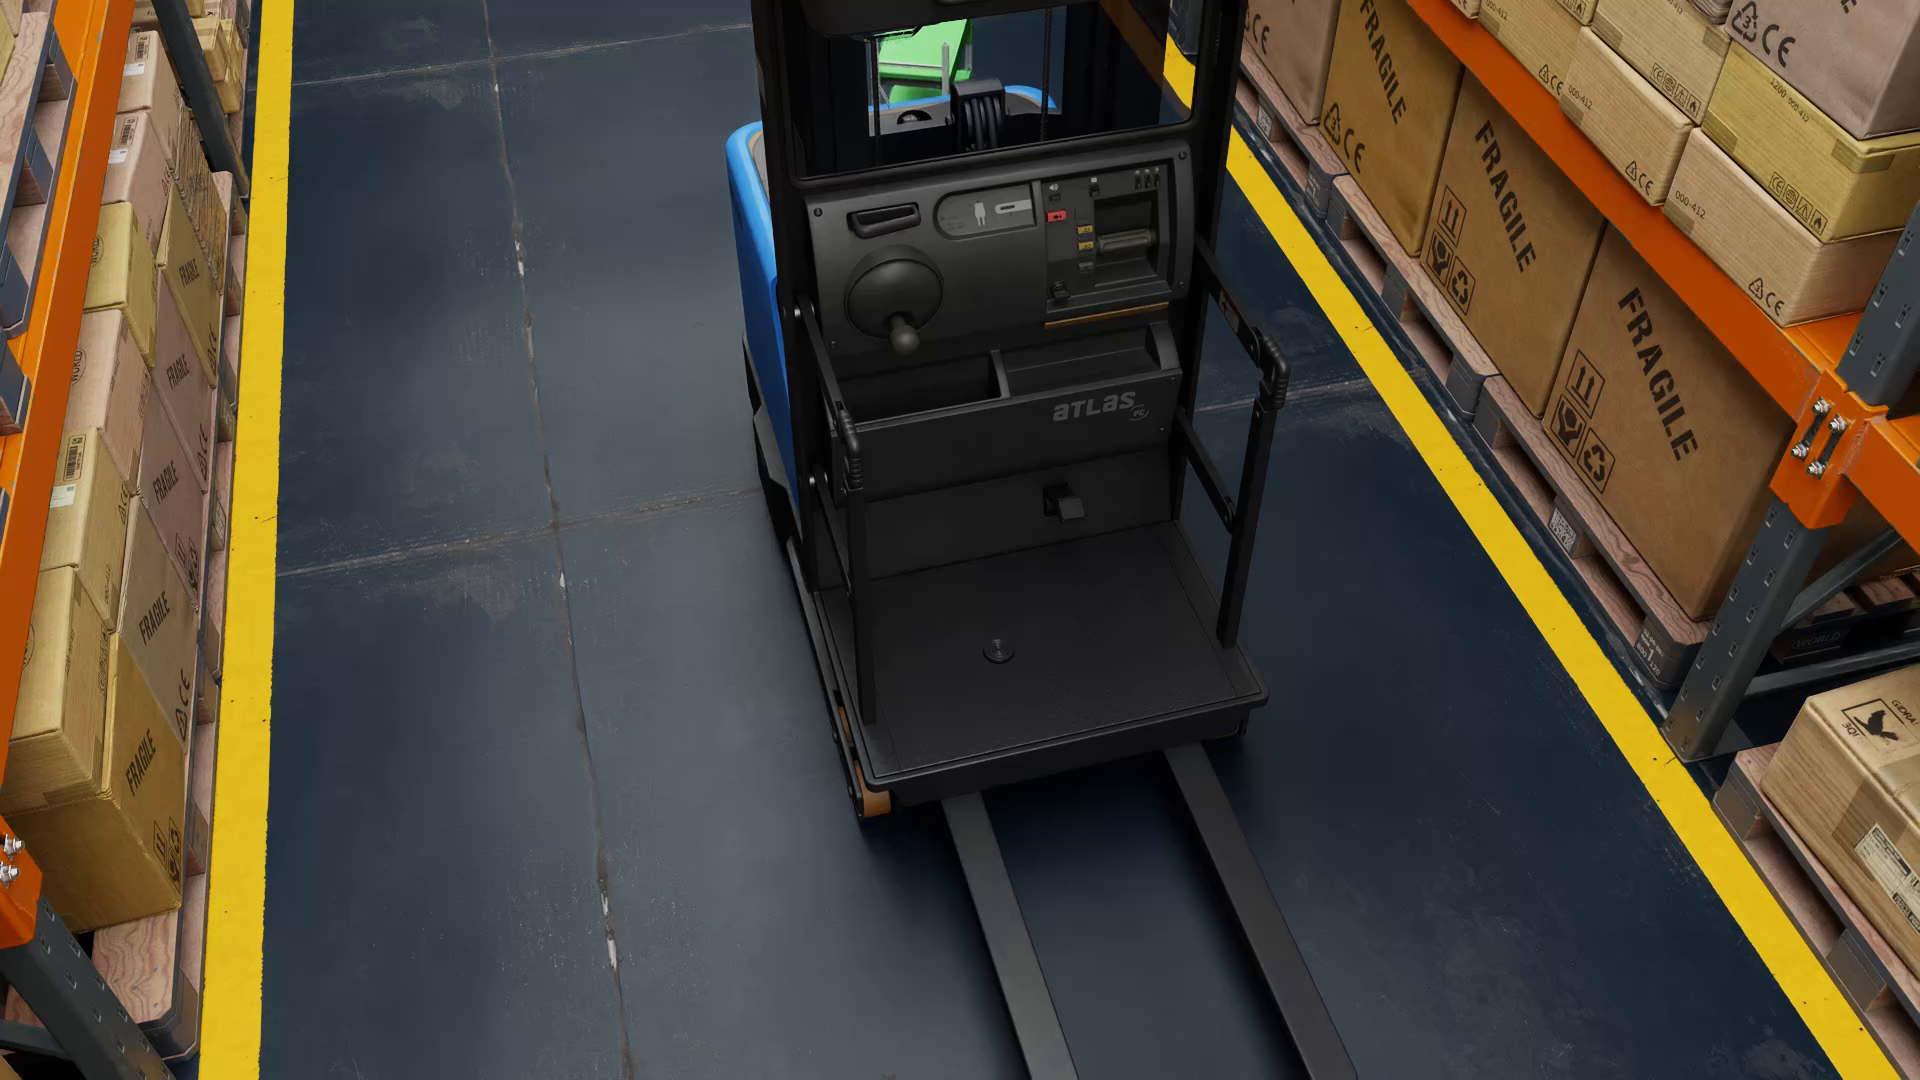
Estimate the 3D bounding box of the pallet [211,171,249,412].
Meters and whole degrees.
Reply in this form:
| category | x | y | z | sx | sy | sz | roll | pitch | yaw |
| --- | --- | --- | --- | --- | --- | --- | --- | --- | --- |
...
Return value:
| category | x | y | z | sx | sy | sz | roll | pitch | yaw |
| --- | --- | --- | --- | --- | --- | --- | --- | --- | --- |
| pallet | -3.103 | -0.828 | 5.914 | 1.003 | 0.211 | 1.213 | -11 | 47 | -10 |

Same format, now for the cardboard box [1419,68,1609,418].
| category | x | y | z | sx | sy | sz | roll | pitch | yaw |
| --- | --- | --- | --- | --- | --- | --- | --- | --- | --- |
| cardboard box | 2.159 | -1.066 | 5.389 | 0.875 | 0.875 | 0.875 | -10 | 46 | -10 |

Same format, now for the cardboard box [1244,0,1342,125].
| category | x | y | z | sx | sy | sz | roll | pitch | yaw |
| --- | --- | --- | --- | --- | --- | --- | --- | --- | --- |
| cardboard box | 1.691 | -2.306 | 6.603 | 0.875 | 0.875 | 0.875 | -9 | 46 | -9 |

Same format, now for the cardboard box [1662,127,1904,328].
| category | x | y | z | sx | sy | sz | roll | pitch | yaw |
| --- | --- | --- | --- | --- | --- | --- | --- | --- | --- |
| cardboard box | 2.099 | -0.804 | 4.042 | 0.500 | 0.250 | 0.500 | -12 | 47 | -12 |

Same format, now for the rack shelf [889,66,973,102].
| category | x | y | z | sx | sy | sz | roll | pitch | yaw |
| --- | --- | --- | --- | --- | --- | --- | --- | --- | --- |
| rack shelf | -0.118 | -1.397 | 5.532 | 0.258 | 0.148 | 0.480 | 6 | 46 | 6 |

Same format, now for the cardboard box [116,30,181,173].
| category | x | y | z | sx | sy | sz | roll | pitch | yaw |
| --- | --- | --- | --- | --- | --- | --- | --- | --- | --- |
| cardboard box | -2.869 | -1.408 | 5.461 | 0.500 | 0.250 | 0.500 | -12 | 47 | -11 |

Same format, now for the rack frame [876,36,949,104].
| category | x | y | z | sx | sy | sz | roll | pitch | yaw |
| --- | --- | --- | --- | --- | --- | --- | --- | --- | --- |
| rack frame | -0.154 | -1.101 | 5.489 | 0.240 | 1.200 | 0.015 | 6 | 46 | 6 |

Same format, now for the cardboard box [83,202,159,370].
| category | x | y | z | sx | sy | sz | roll | pitch | yaw |
| --- | --- | --- | --- | --- | --- | --- | --- | --- | --- |
| cardboard box | -2.601 | -0.688 | 4.755 | 0.500 | 0.250 | 0.500 | -13 | 47 | -12 |

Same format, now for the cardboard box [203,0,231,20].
| category | x | y | z | sx | sy | sz | roll | pitch | yaw |
| --- | --- | --- | --- | --- | --- | --- | --- | --- | --- |
| cardboard box | -3.269 | -2.146 | 6.955 | 0.380 | 0.149 | 0.250 | -11 | 47 | -11 |

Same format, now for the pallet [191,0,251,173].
| category | x | y | z | sx | sy | sz | roll | pitch | yaw |
| --- | --- | --- | --- | --- | --- | --- | --- | --- | --- |
| pallet | -3.510 | -1.823 | 6.888 | 1.003 | 0.211 | 1.213 | -11 | 47 | -10 |

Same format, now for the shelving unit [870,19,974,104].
| category | x | y | z | sx | sy | sz | roll | pitch | yaw |
| --- | --- | --- | --- | --- | --- | --- | --- | --- | --- |
| shelving unit | -0.118 | -1.273 | 5.658 | 0.258 | 1.200 | 0.503 | 6 | 46 | 6 |

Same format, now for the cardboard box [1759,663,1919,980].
| category | x | y | z | sx | sy | sz | roll | pitch | yaw |
| --- | --- | --- | --- | --- | --- | --- | --- | --- | --- |
| cardboard box | 2.614 | 0.610 | 4.098 | 0.950 | 0.372 | 0.625 | -14 | 47 | -13 |

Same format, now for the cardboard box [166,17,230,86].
| category | x | y | z | sx | sy | sz | roll | pitch | yaw |
| --- | --- | --- | --- | --- | --- | --- | --- | --- | --- |
| cardboard box | -3.087 | -1.903 | 6.509 | 0.380 | 0.149 | 0.250 | -9 | 46 | -8 |

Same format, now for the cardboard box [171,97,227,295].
| category | x | y | z | sx | sy | sz | roll | pitch | yaw |
| --- | --- | --- | --- | --- | --- | --- | --- | --- | --- |
| cardboard box | -2.871 | -1.148 | 5.731 | 0.500 | 0.500 | 0.500 | -12 | 47 | -11 |

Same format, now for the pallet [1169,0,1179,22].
| category | x | y | z | sx | sy | sz | roll | pitch | yaw |
| --- | --- | --- | --- | --- | --- | --- | --- | --- | --- |
| pallet | 1.336 | -2.879 | 7.924 | 1.003 | 0.211 | 1.213 | -11 | 47 | -10 |

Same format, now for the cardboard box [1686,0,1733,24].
| category | x | y | z | sx | sy | sz | roll | pitch | yaw |
| --- | --- | --- | --- | --- | --- | --- | --- | --- | --- |
| cardboard box | 1.955 | -1.601 | 3.949 | 0.500 | 0.500 | 0.500 | -10 | 46 | -10 |

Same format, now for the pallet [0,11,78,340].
| category | x | y | z | sx | sy | sz | roll | pitch | yaw |
| --- | --- | --- | --- | --- | --- | --- | --- | --- | --- |
| pallet | -2.826 | -0.872 | 4.138 | 1.003 | 0.211 | 1.213 | -11 | 47 | -10 |

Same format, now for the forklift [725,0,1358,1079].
| category | x | y | z | sx | sy | sz | roll | pitch | yaw |
| --- | --- | --- | --- | --- | --- | --- | --- | --- | --- |
| forklift | 0.167 | -0.592 | 3.778 | 1.130 | 2.935 | 3.031 | -11 | 47 | -11 |

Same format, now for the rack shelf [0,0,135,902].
| category | x | y | z | sx | sy | sz | roll | pitch | yaw |
| --- | --- | --- | --- | --- | --- | --- | --- | --- | --- |
| rack shelf | -2.792 | -0.709 | 4.348 | 1.077 | 0.370 | 4.000 | -11 | 47 | -10 |

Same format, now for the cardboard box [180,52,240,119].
| category | x | y | z | sx | sy | sz | roll | pitch | yaw |
| --- | --- | --- | --- | --- | --- | --- | --- | --- | --- |
| cardboard box | -3.087 | -1.801 | 6.616 | 0.380 | 0.149 | 0.250 | -13 | 47 | -12 |

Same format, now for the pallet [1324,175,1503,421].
| category | x | y | z | sx | sy | sz | roll | pitch | yaw |
| --- | --- | --- | --- | --- | --- | --- | --- | --- | --- |
| pallet | 2.042 | -0.977 | 6.060 | 1.003 | 0.211 | 1.213 | -11 | 47 | -10 |

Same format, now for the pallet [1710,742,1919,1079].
| category | x | y | z | sx | sy | sz | roll | pitch | yaw |
| --- | --- | --- | --- | --- | --- | --- | --- | --- | --- |
| pallet | 2.678 | 0.961 | 4.160 | 1.003 | 0.211 | 1.213 | -11 | 47 | -10 |

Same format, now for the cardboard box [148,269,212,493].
| category | x | y | z | sx | sy | sz | roll | pitch | yaw |
| --- | --- | --- | --- | --- | --- | --- | --- | --- | --- |
| cardboard box | -2.613 | -0.439 | 5.036 | 0.500 | 0.500 | 0.500 | -12 | 47 | -11 |

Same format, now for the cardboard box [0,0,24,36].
| category | x | y | z | sx | sy | sz | roll | pitch | yaw |
| --- | --- | --- | --- | --- | --- | --- | --- | --- | --- |
| cardboard box | -2.741 | -1.447 | 4.449 | 0.380 | 0.149 | 0.250 | -13 | 47 | -12 |

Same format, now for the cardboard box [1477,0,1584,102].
| category | x | y | z | sx | sy | sz | roll | pitch | yaw |
| --- | --- | --- | --- | --- | --- | --- | --- | --- | --- |
| cardboard box | 1.840 | -1.504 | 4.729 | 0.500 | 0.250 | 0.500 | -11 | 47 | -11 |

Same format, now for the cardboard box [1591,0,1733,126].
| category | x | y | z | sx | sy | sz | roll | pitch | yaw |
| --- | --- | --- | --- | --- | --- | --- | --- | --- | --- |
| cardboard box | 1.975 | -1.318 | 4.197 | 0.500 | 0.250 | 0.500 | -12 | 47 | -11 |

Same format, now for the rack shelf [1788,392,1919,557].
| category | x | y | z | sx | sy | sz | roll | pitch | yaw |
| --- | --- | --- | --- | --- | --- | --- | --- | --- | --- |
| rack shelf | 2.991 | 1.078 | 2.597 | 1.077 | 0.370 | 4.000 | -11 | 47 | -10 |

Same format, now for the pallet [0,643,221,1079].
| category | x | y | z | sx | sy | sz | roll | pitch | yaw |
| --- | --- | --- | --- | --- | --- | --- | --- | --- | --- |
| pallet | -2.479 | 0.857 | 4.263 | 1.003 | 0.211 | 1.213 | -11 | 47 | -10 |

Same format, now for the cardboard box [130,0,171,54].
| category | x | y | z | sx | sy | sz | roll | pitch | yaw |
| --- | --- | --- | --- | --- | --- | --- | --- | --- | --- |
| cardboard box | -3.192 | -1.974 | 6.370 | 0.380 | 0.149 | 0.250 | -9 | 46 | -9 |

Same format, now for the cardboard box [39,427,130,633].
| category | x | y | z | sx | sy | sz | roll | pitch | yaw |
| --- | --- | --- | --- | --- | --- | --- | --- | --- | --- |
| cardboard box | -2.352 | 0.015 | 4.066 | 0.500 | 0.250 | 0.500 | -11 | 47 | -11 |

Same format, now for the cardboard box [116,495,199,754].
| category | x | y | z | sx | sy | sz | roll | pitch | yaw |
| --- | --- | --- | --- | --- | --- | --- | --- | --- | --- |
| cardboard box | -2.346 | 0.267 | 4.345 | 0.500 | 0.500 | 0.500 | -10 | 46 | -10 |

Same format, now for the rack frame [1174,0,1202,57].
| category | x | y | z | sx | sy | sz | roll | pitch | yaw |
| --- | --- | --- | --- | --- | --- | --- | --- | --- | --- |
| rack frame | 1.455 | -3.316 | 6.400 | 1.000 | 3.000 | 0.127 | -11 | 47 | -10 |
